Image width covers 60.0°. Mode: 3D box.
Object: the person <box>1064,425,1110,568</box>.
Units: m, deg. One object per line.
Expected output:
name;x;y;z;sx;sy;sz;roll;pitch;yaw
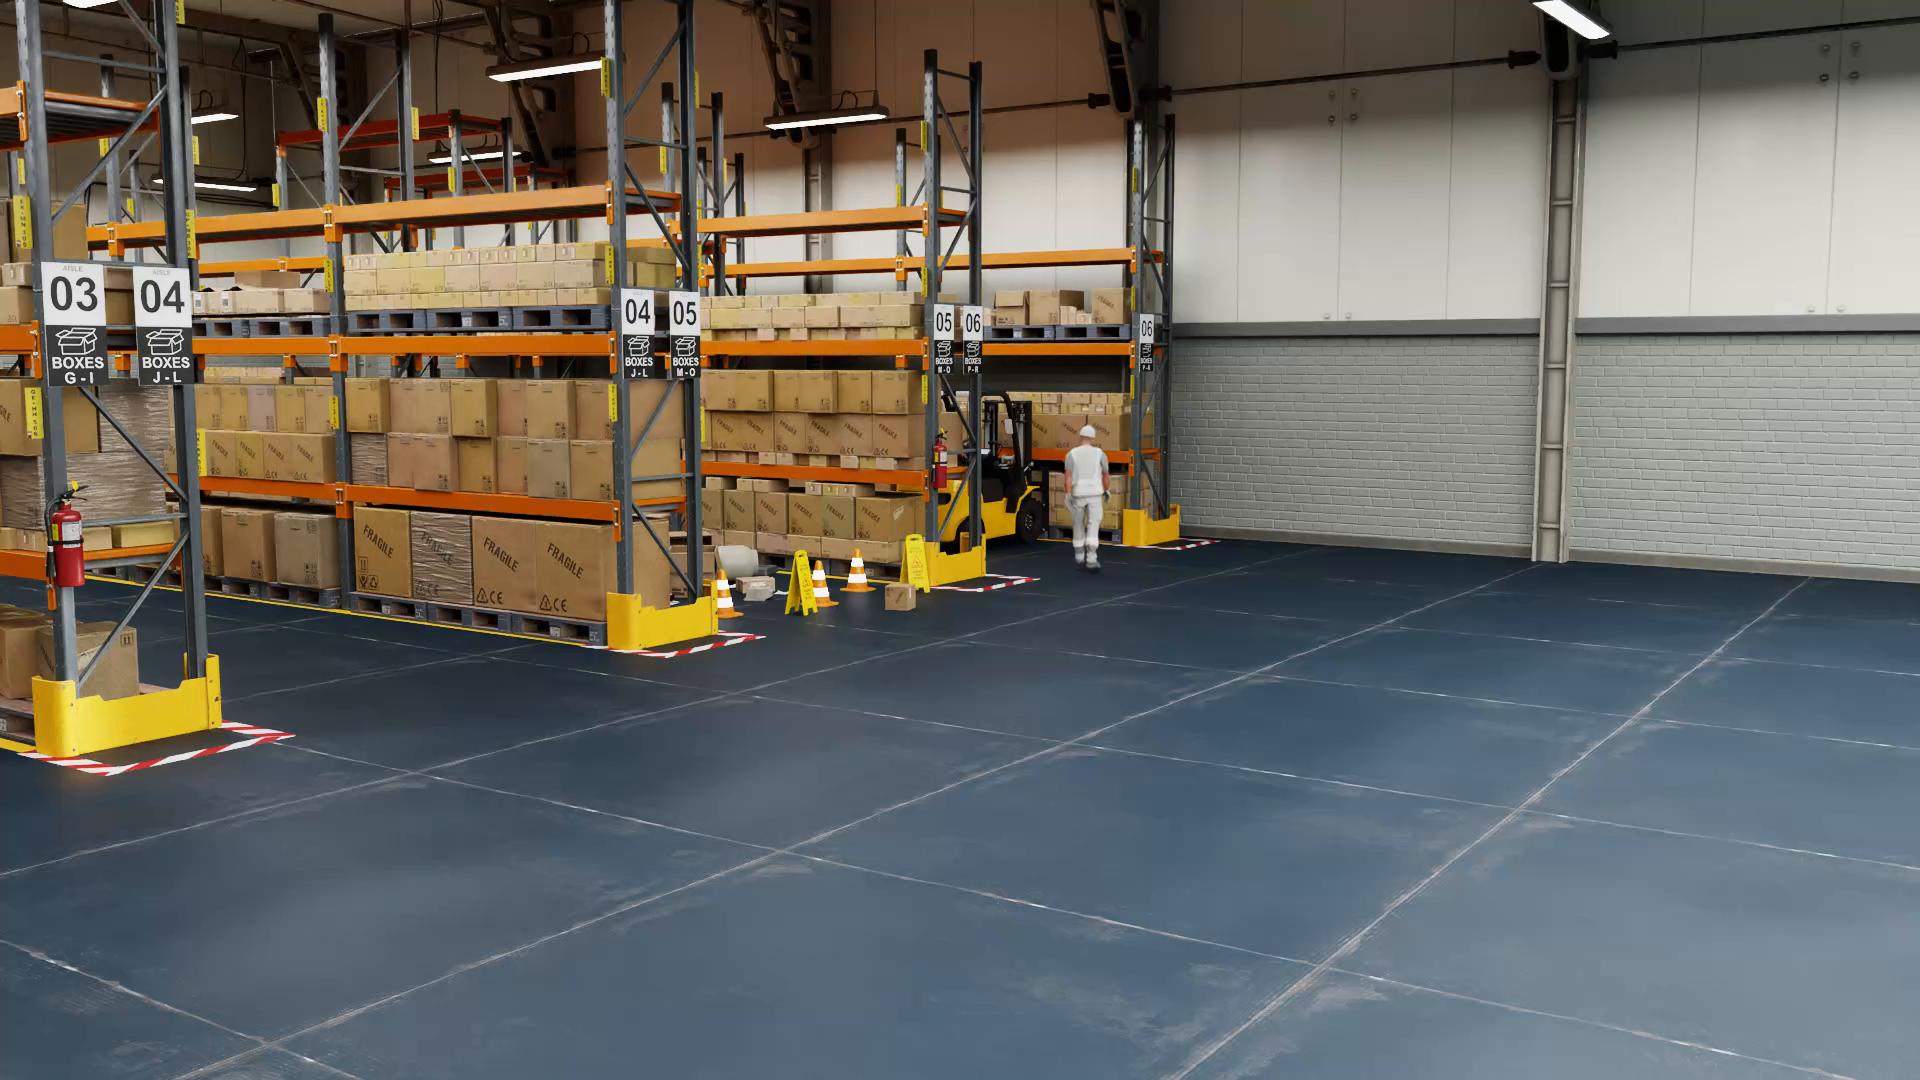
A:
person;1.574;-0.552;20.564;0.561;1.733;0.987;1;6;6
